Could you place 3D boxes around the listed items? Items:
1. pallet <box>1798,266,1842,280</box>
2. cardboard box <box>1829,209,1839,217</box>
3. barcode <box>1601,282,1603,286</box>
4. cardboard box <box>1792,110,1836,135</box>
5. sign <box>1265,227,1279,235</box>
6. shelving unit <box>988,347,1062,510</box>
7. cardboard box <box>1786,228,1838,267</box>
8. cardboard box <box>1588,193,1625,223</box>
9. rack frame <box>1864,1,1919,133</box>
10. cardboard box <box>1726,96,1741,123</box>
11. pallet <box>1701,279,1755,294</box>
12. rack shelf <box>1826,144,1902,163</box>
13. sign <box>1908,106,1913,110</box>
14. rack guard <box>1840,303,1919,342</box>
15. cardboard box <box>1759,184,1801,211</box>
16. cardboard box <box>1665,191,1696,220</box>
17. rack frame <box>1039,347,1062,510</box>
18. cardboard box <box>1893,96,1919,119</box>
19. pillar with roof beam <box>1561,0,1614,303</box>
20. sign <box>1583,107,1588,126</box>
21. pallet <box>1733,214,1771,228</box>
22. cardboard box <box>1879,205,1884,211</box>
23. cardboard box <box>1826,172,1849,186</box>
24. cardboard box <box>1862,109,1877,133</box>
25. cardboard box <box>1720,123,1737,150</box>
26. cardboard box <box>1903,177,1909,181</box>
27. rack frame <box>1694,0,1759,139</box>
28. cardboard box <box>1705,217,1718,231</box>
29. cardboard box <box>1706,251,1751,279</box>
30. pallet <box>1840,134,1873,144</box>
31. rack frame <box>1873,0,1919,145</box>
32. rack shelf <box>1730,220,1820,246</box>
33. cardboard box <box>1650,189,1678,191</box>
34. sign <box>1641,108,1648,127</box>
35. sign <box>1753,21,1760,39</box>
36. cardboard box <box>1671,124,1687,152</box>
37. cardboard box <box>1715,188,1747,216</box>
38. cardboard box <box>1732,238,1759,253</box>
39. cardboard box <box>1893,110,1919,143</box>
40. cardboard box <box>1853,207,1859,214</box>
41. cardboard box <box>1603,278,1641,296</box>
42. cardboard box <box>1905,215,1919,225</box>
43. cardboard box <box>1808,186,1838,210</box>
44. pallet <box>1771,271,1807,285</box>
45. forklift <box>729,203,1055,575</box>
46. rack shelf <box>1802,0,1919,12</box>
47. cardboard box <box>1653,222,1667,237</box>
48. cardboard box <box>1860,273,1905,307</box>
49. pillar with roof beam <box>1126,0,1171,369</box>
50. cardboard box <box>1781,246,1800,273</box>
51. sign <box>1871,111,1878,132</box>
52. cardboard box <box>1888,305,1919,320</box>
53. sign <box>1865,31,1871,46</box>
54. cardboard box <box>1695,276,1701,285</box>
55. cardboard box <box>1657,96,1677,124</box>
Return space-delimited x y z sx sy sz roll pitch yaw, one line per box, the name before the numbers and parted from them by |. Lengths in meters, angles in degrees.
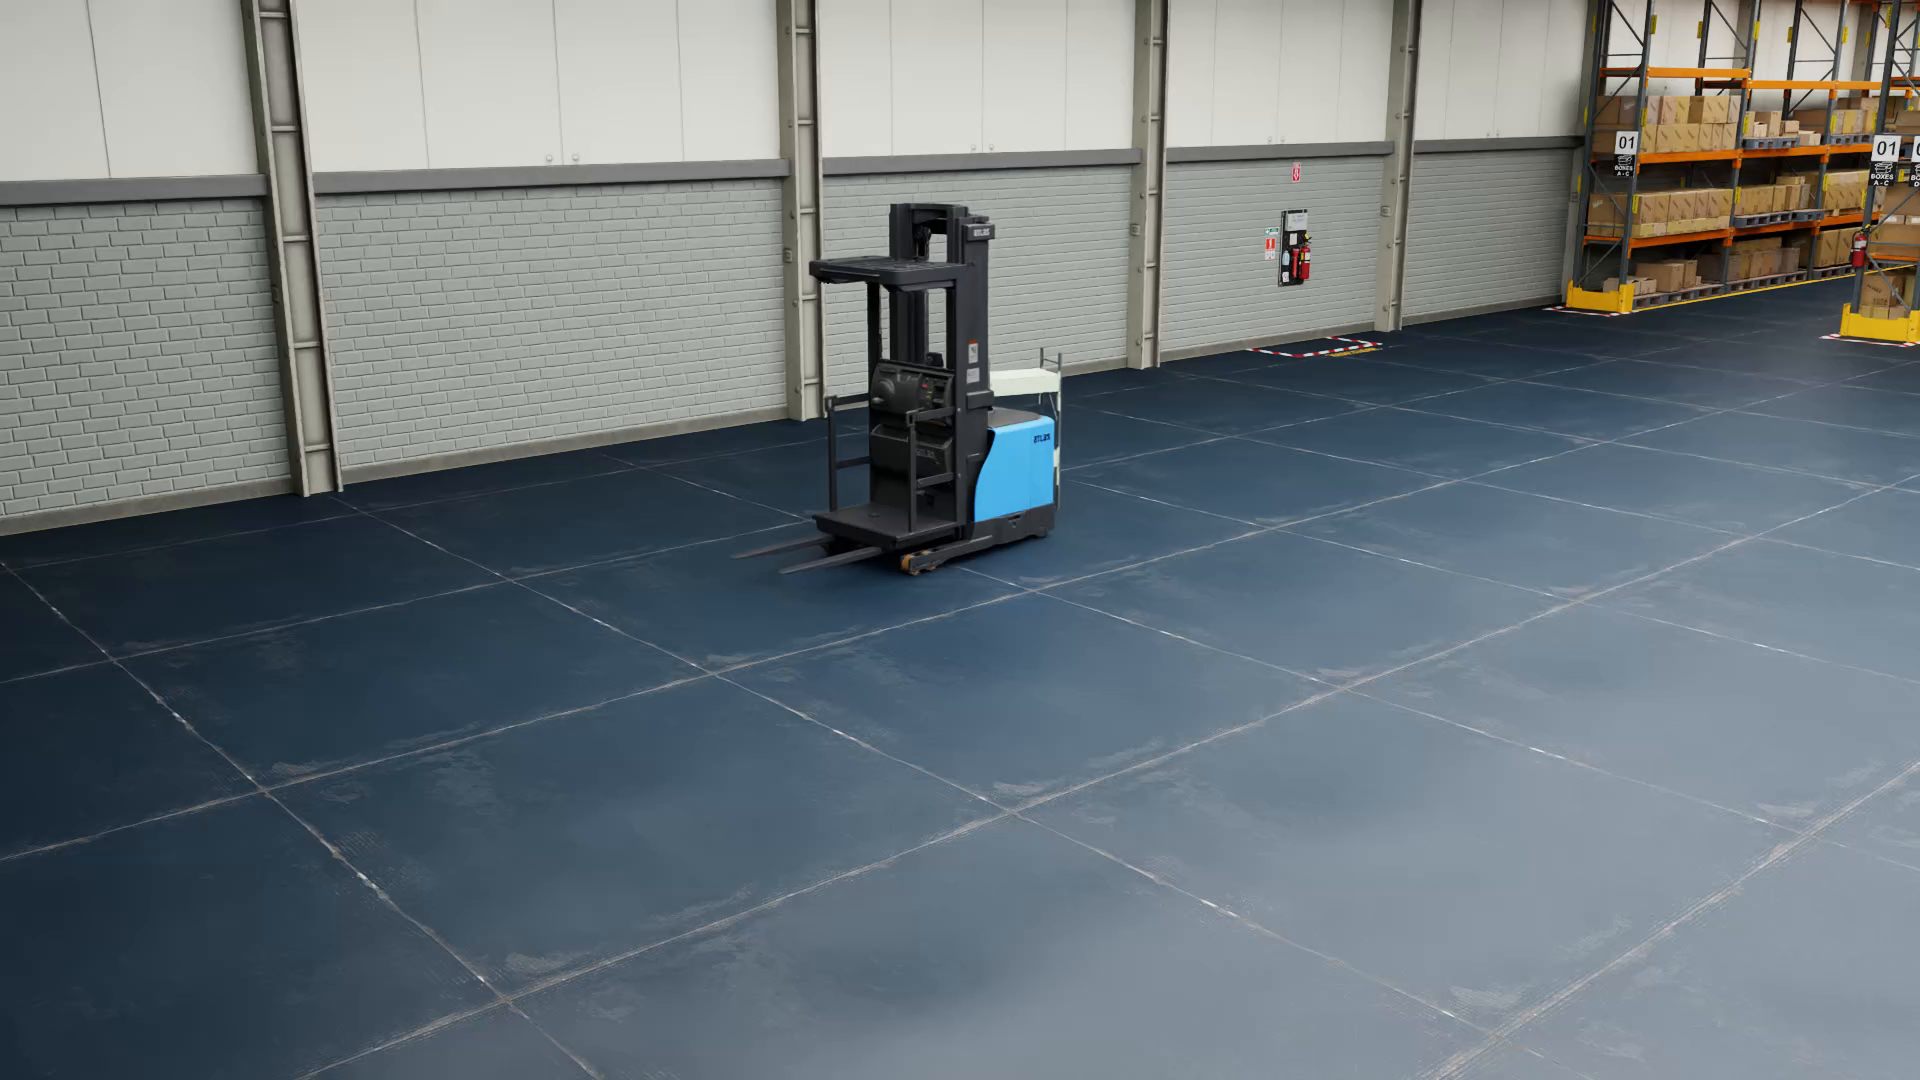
pallet | 18.430 -5.840 36.203 1.213 0.211 1.003 -13 19 -39
cardboard box | 18.638 -7.036 35.728 0.250 0.149 0.380 -12 19 -38
barcode | 12.083 -4.811 31.290 0.075 0.075 0.001 -13 19 -39
cardboard box | 18.107 -8.870 35.285 0.700 0.500 0.500 14 21 43
sign | 4.820 -4.771 25.702 0.331 0.109 0.001 -13 19 -39
shelving unit | 0.522 -1.021 15.668 0.755 1.500 0.431 -7 16 -24
cardboard box | 18.426 -6.331 35.992 0.750 0.750 0.750 -13 20 -40
cardboard box | 11.966 -6.133 30.698 0.500 0.500 0.500 -13 20 -40
rack frame | 20.803 -10.644 37.161 0.127 3.000 1.000 -13 19 -39
cardboard box | 14.568 -8.243 31.814 0.500 0.500 0.500 14 20 42
pallet | 15.354 -5.175 33.716 1.213 0.211 1.003 -13 19 -39
rack shelf | 19.294 -8.508 36.372 4.000 0.370 1.077 -13 19 -39
sign | 21.167 -9.493 37.051 0.005 0.325 0.100 -13 19 -39
rack guard | 14.987 -3.537 27.024 0.348 0.500 1.175 -13 19 -39
cardboard box | 17.034 -7.147 34.649 0.700 0.500 0.500 14 20 42
cardboard box | 13.463 -6.292 31.294 0.500 0.500 0.500 -12 19 -38
rack frame | 0.854 -1.061 15.816 0.023 1.500 0.400 -7 16 -24
cardboard box | 21.525 -9.802 37.651 0.500 0.500 0.500 -13 20 -40
pillar with roof beam | 14.537 -8.060 27.487 0.400 9.000 9.100 -13 19 -39
sign | 11.401 -7.701 30.240 0.005 0.325 0.100 -13 19 -39
pallet | 15.440 -6.399 33.265 1.213 0.211 1.003 -13 19 -39
cardboard box | 20.559 -7.474 37.367 0.250 0.149 0.380 -12 19 -38
cardboard box | 18.702 -7.750 35.689 0.500 0.250 0.500 -13 20 -40
cardboard box | 19.690 -9.221 36.600 0.500 0.500 0.700 -13 20 -40
cardboard box | 14.547 -7.763 31.957 0.500 0.500 0.500 -12 19 -38
cardboard box | 21.223 -7.979 38.228 0.700 0.700 0.980 -12 19 -39
rack frame | 14.768 -9.289 32.087 0.127 3.000 1.000 -13 19 -39
cardboard box | 14.228 -6.106 32.047 0.500 0.250 0.500 -13 19 -39
cardboard box | 15.669 -5.620 33.970 0.500 0.500 0.700 -13 20 -40
pallet | 19.078 -8.735 36.194 1.213 0.211 1.003 -12 19 -37
rack frame | 15.005 -7.647 25.942 0.127 3.000 1.000 -13 19 -39
rack shelf | 16.277 -6.382 34.223 4.000 0.370 1.077 -13 19 -39
cardboard box | 13.504 -6.481 31.998 0.500 0.500 0.500 -12 19 -38
sign | 12.107 -7.479 29.429 0.005 0.325 0.100 -13 19 -39
sign | 15.110 -9.670 31.549 0.005 0.325 0.100 -13 19 -39
cardboard box | 12.984 -7.401 30.599 0.500 0.500 0.500 -12 19 -37
cardboard box | 15.174 -6.731 33.090 0.500 0.500 0.700 -13 19 -39
cardboard box | 16.032 -6.050 34.124 0.500 0.250 0.500 -13 20 -41
cardboard box | 15.441 -6.615 26.605 0.637 0.503 0.797 -11 18 -36
cardboard box | 19.539 -7.272 36.610 0.250 0.149 0.380 -12 19 -38
cardboard box | 12.331 -4.726 30.988 0.500 0.311 0.500 13 20 41
cardboard box | 15.442 -5.135 26.712 0.250 0.149 0.380 -13 20 -40
cardboard box | 18.320 -7.302 35.466 0.500 0.500 0.500 -12 19 -38
pallet | 17.195 -5.589 35.263 1.213 0.211 1.003 -13 19 -39
forklift | -0.552 -1.277 13.851 1.130 2.935 3.031 14 21 43
rack shelf | 19.294 -11.563 35.556 4.000 0.370 1.077 -13 19 -39
cardboard box | 12.709 -5.762 30.759 0.500 0.250 0.500 -13 20 -41
cardboard box | 15.214 -4.135 27.477 0.500 0.500 0.500 -13 19 -39
pillar with roof beam | 5.484 -6.027 19.877 0.400 9.000 9.100 -13 19 -39
cardboard box | 17.277 -5.941 35.169 0.500 0.500 0.700 -12 19 -39
sign | 14.659 -6.696 26.630 0.005 0.325 0.100 -13 19 -39
cardboard box | 15.556 -3.671 27.195 0.500 0.250 0.500 -13 19 -39
sign | 20.457 -11.284 37.440 0.005 0.325 0.100 -13 19 -39
cardboard box | 14.384 -5.138 32.809 0.380 0.166 0.250 13 20 40
cardboard box | 12.612 -7.796 30.142 0.500 0.500 0.500 -13 20 -40
